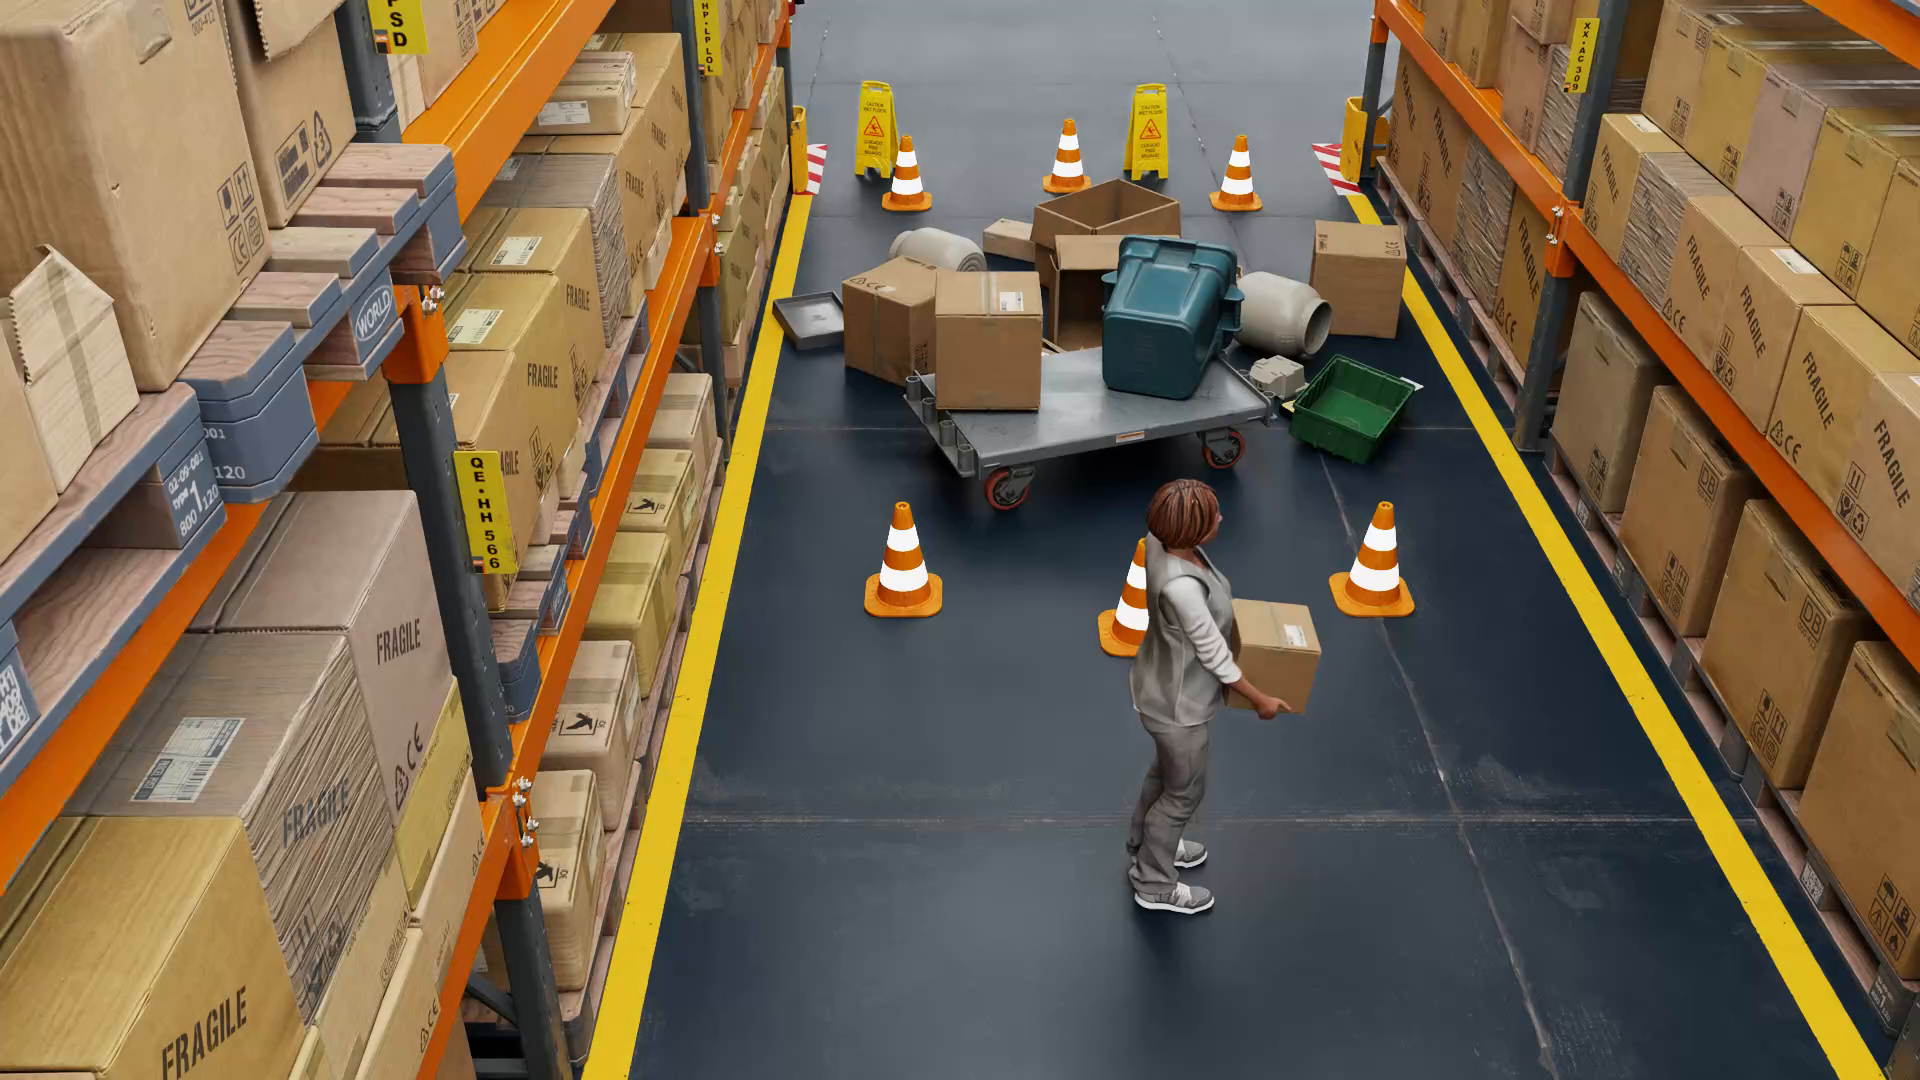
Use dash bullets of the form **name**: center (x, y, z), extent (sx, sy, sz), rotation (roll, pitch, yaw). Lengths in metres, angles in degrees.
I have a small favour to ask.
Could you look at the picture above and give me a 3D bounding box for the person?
- **person**: center (0.781, 0.505, 5.341), extent (0.492, 1.588, 0.406), rotation (0, 32, 0)
